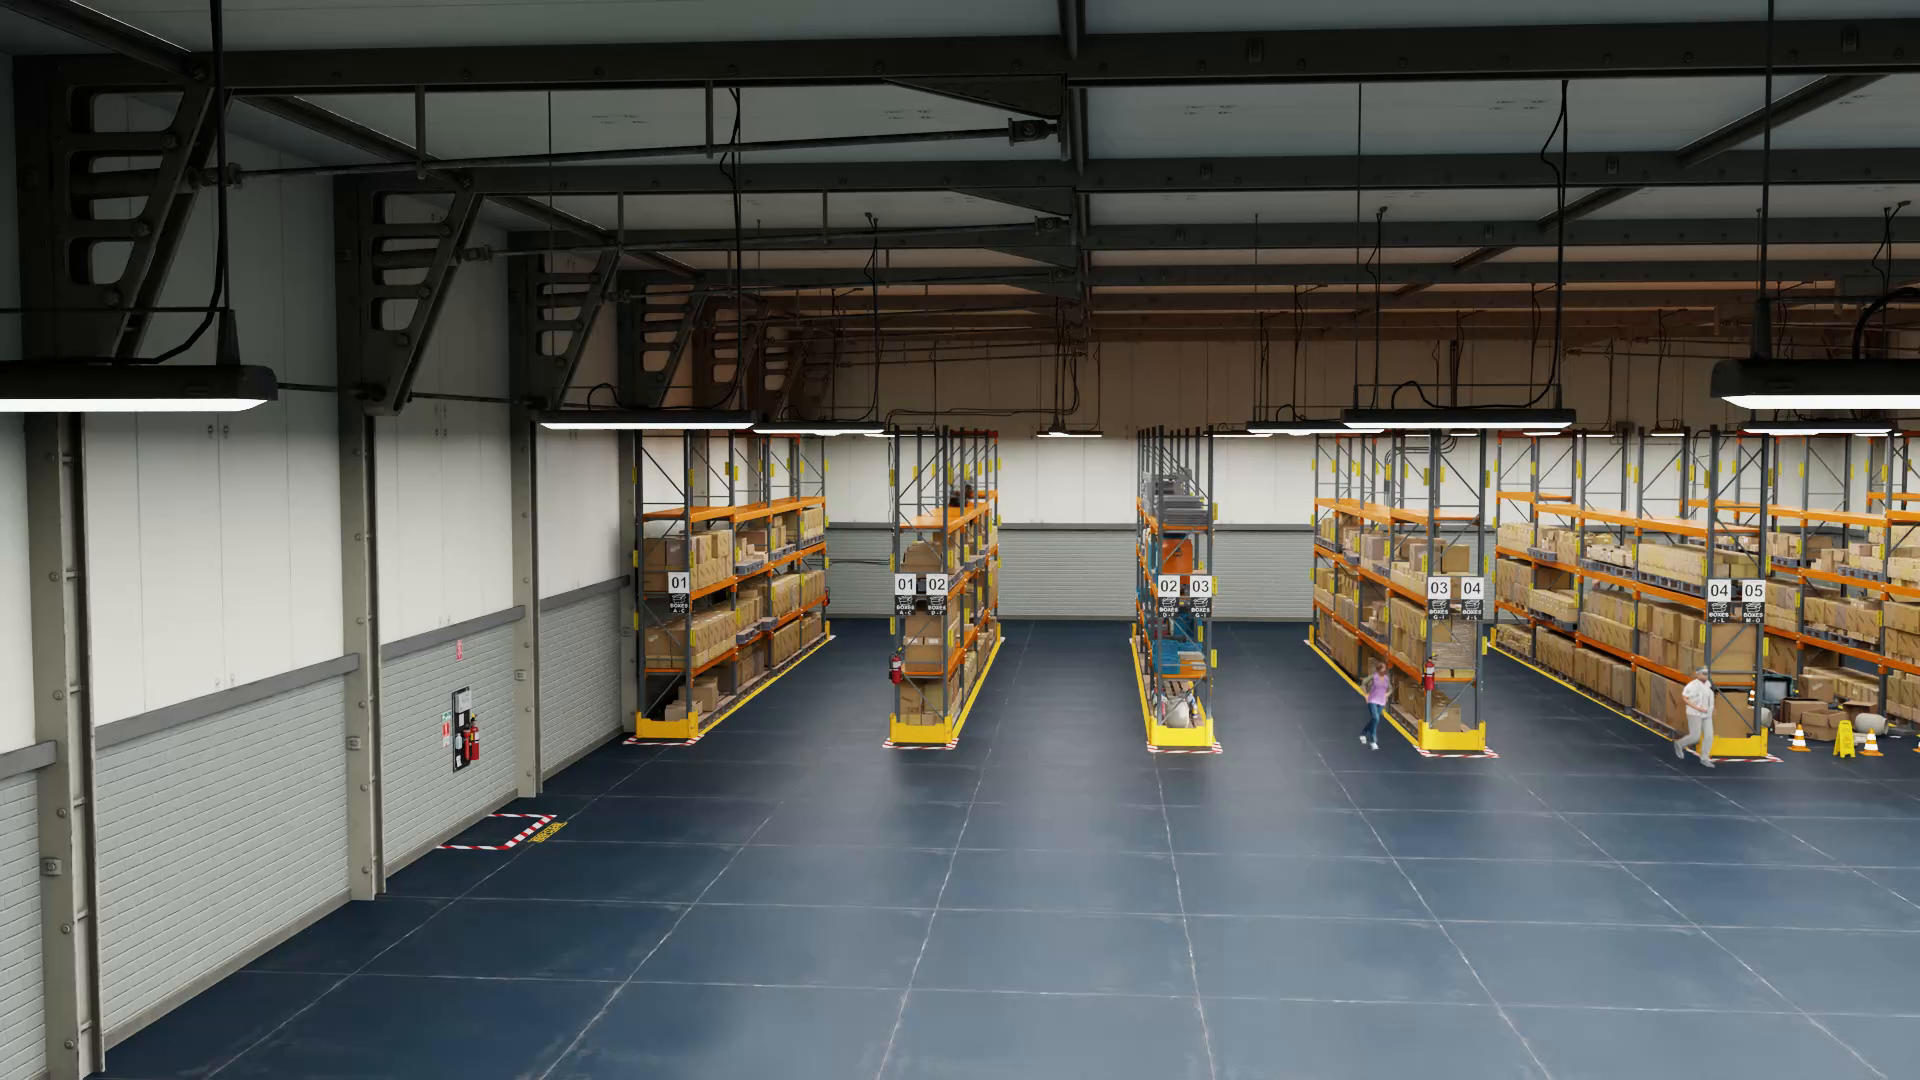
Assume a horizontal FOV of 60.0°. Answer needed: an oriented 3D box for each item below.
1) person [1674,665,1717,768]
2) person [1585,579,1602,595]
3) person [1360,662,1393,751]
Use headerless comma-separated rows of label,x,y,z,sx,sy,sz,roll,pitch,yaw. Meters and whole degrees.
person,13.055,3.091,29.413,0.690,1.777,0.796,-1,4,-22
person,18.090,1.970,47.334,0.988,1.809,0.686,0,3,-2
person,7.778,3.074,30.988,0.523,1.616,0.699,-1,4,-16
